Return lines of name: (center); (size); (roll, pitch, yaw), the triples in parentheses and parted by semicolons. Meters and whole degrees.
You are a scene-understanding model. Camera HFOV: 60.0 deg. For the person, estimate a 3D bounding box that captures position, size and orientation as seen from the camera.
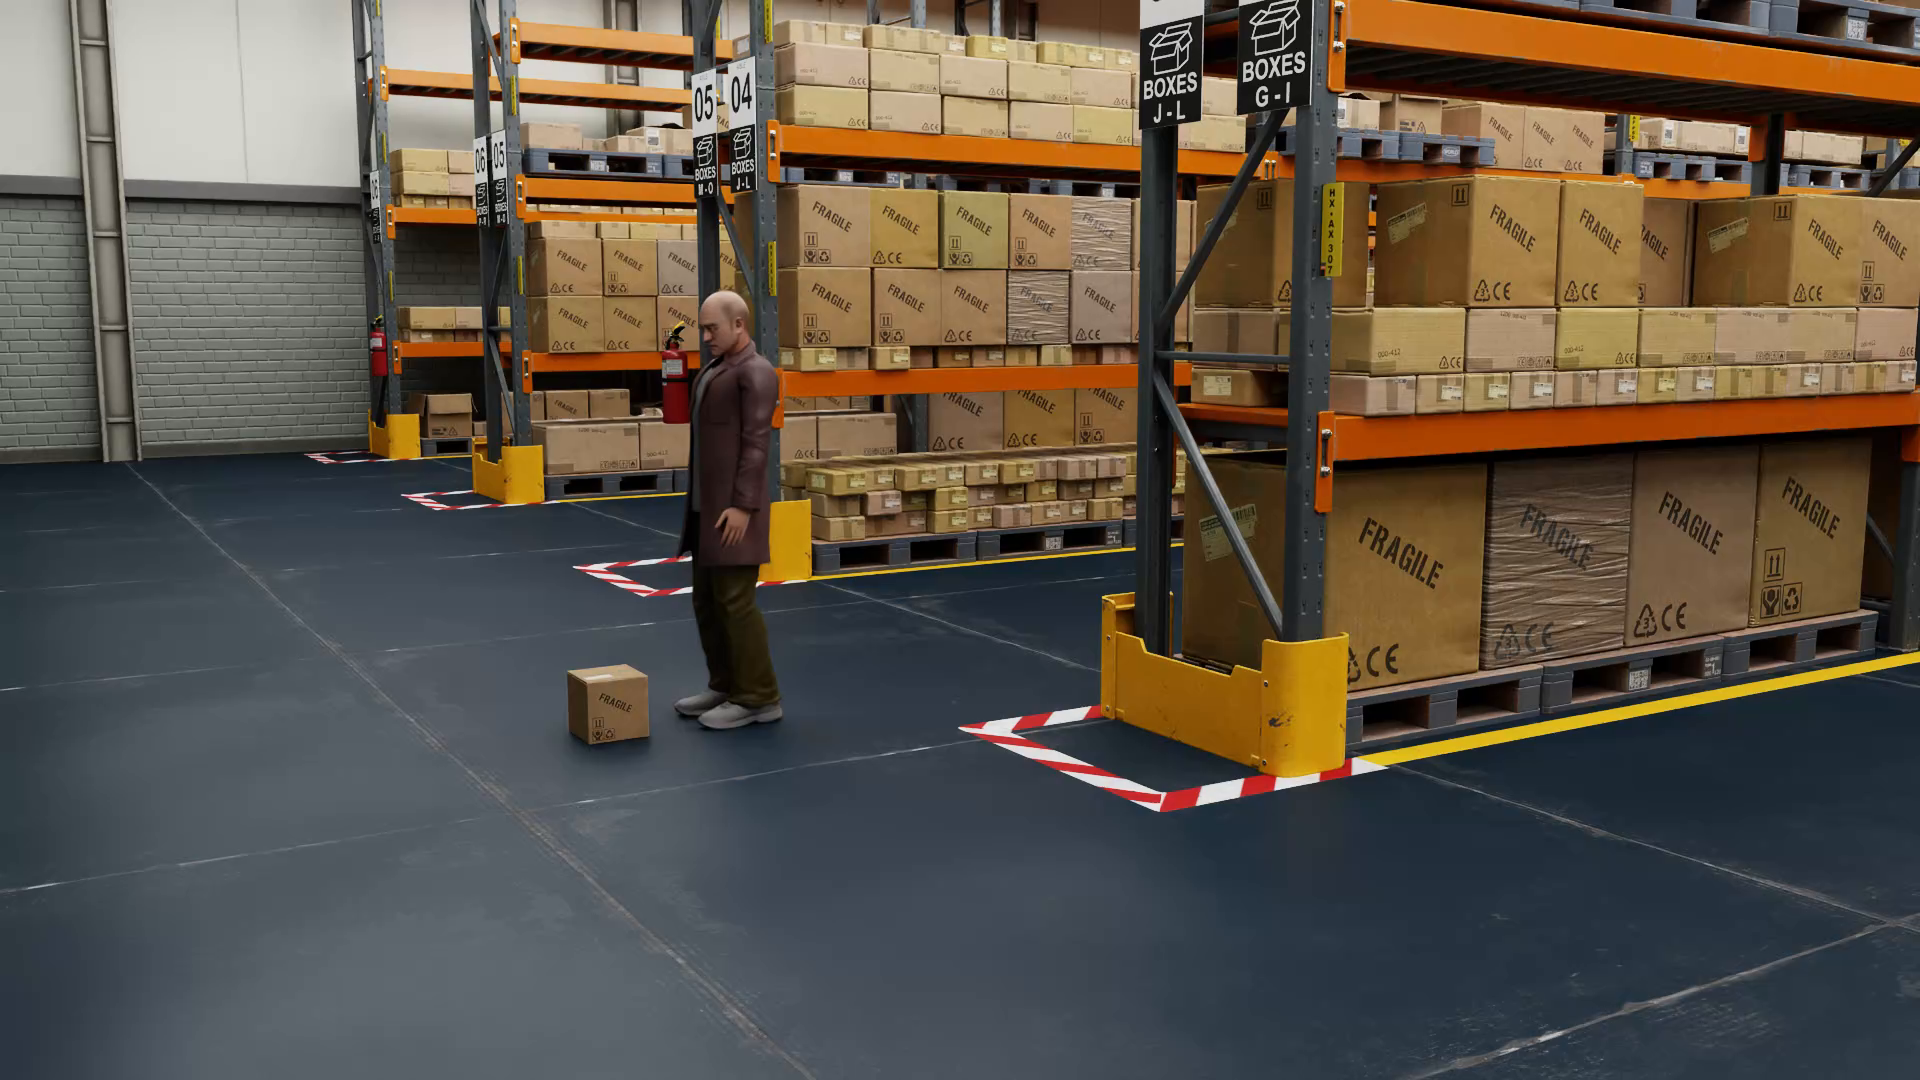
person: (-0.955, -0.127, 6.817); (0.378, 1.771, 0.562); (-5, 9, -30)
